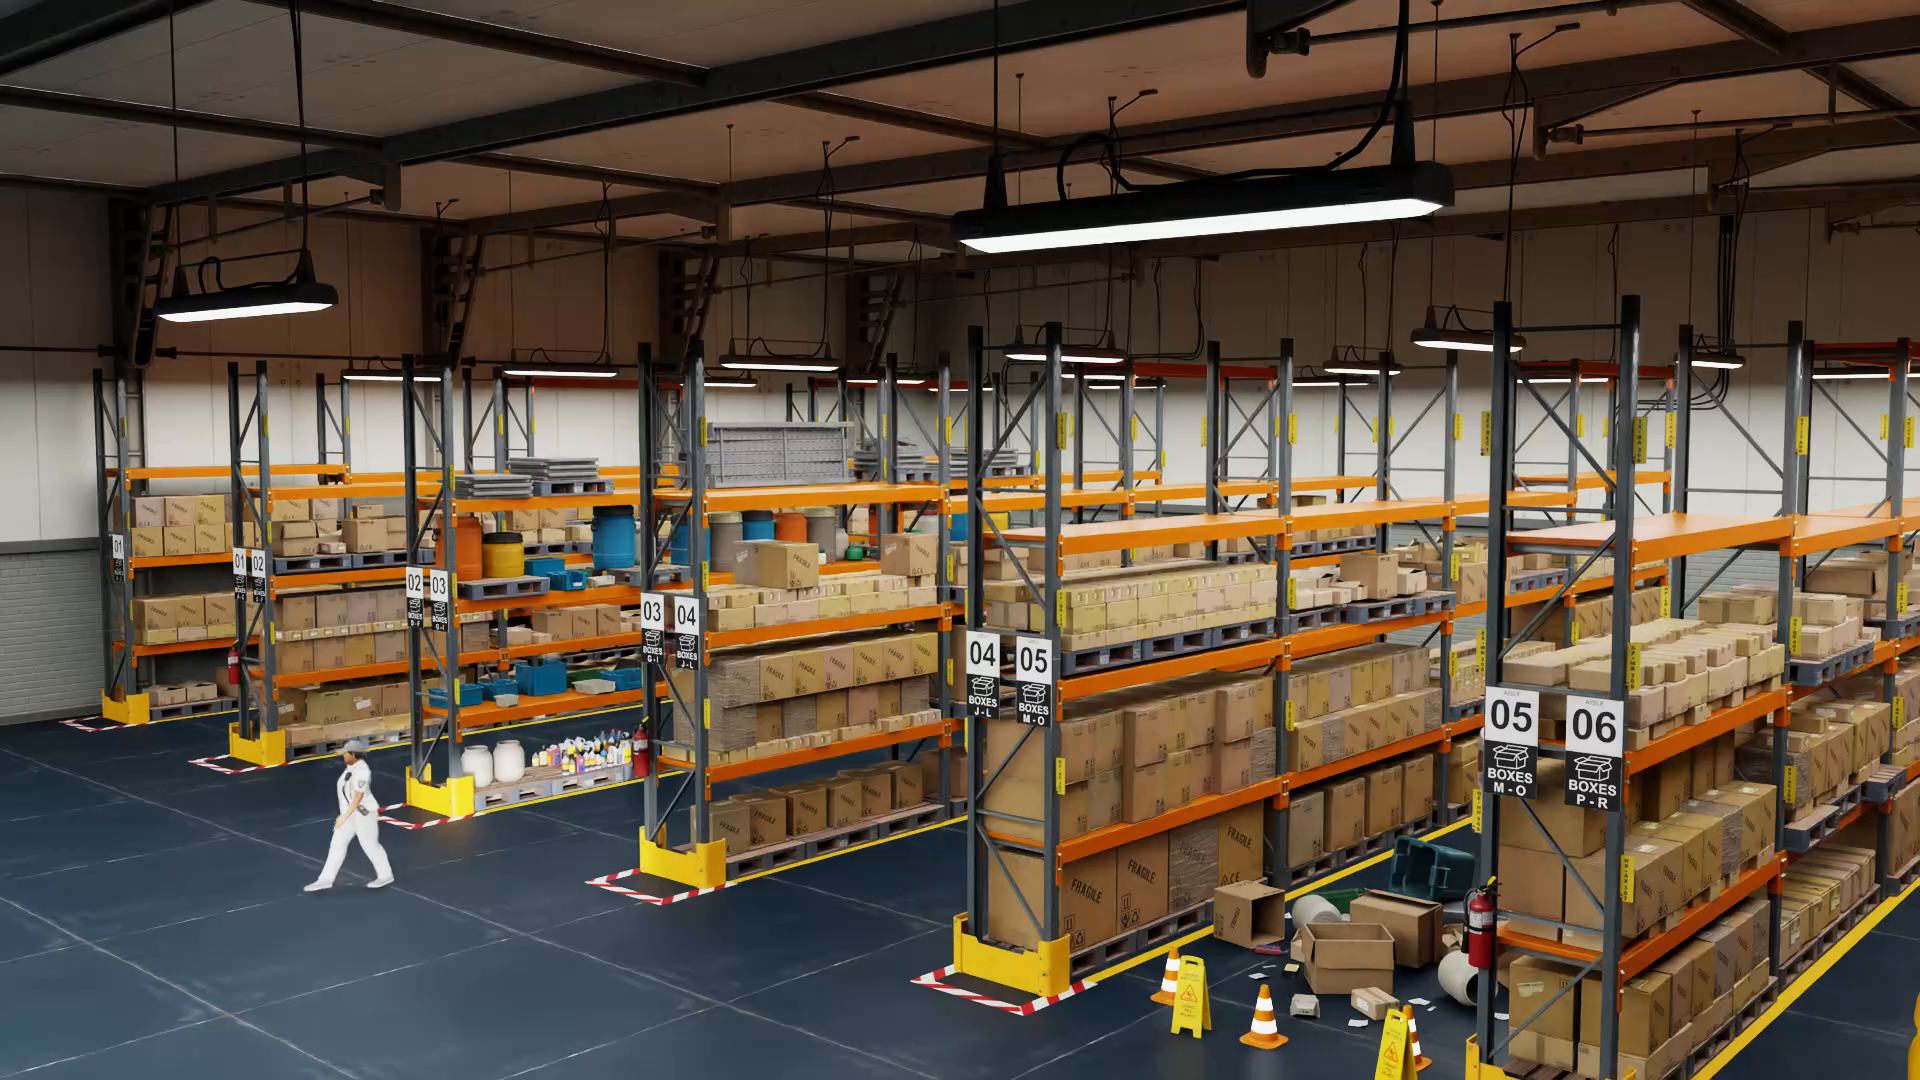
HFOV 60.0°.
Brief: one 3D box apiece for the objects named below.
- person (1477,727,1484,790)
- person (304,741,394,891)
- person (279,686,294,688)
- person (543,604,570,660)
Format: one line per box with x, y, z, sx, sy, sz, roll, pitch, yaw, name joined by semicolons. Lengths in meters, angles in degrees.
6.437;2.826;19.784;0.583;1.784;0.553;4;6;41;person
-6.655;3.002;18.094;0.927;1.626;0.493;-3;5;-39;person
-11.412;2.231;28.051;0.632;1.814;0.594;2;5;29;person
-7.635;2.071;31.042;0.623;1.698;0.680;2;5;30;person
